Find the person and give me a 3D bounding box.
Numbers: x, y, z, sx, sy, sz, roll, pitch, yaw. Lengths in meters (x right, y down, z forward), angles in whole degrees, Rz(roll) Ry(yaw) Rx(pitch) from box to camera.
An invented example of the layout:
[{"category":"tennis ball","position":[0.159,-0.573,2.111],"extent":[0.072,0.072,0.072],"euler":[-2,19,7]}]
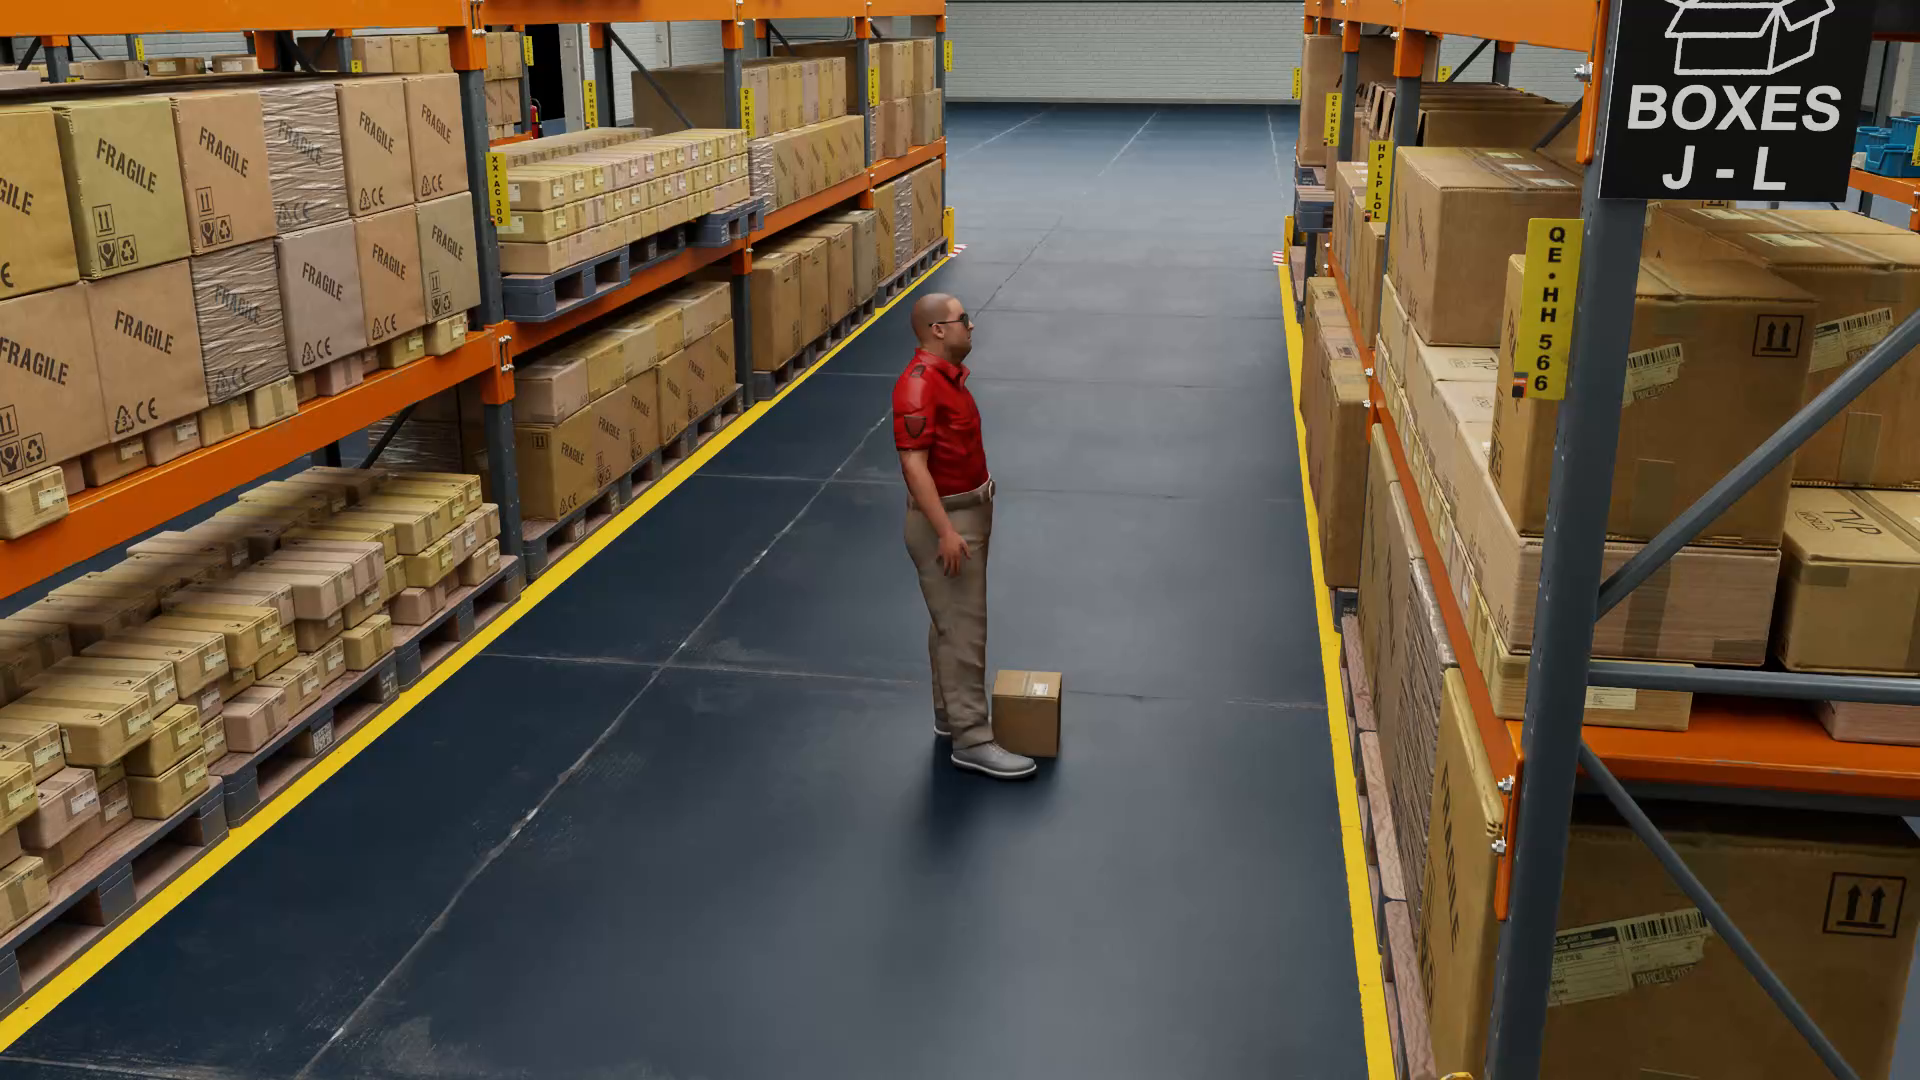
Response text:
[{"category":"person","position":[0.053,-0.044,6.183],"extent":[0.550,1.727,0.641],"euler":[3,18,9]}]
